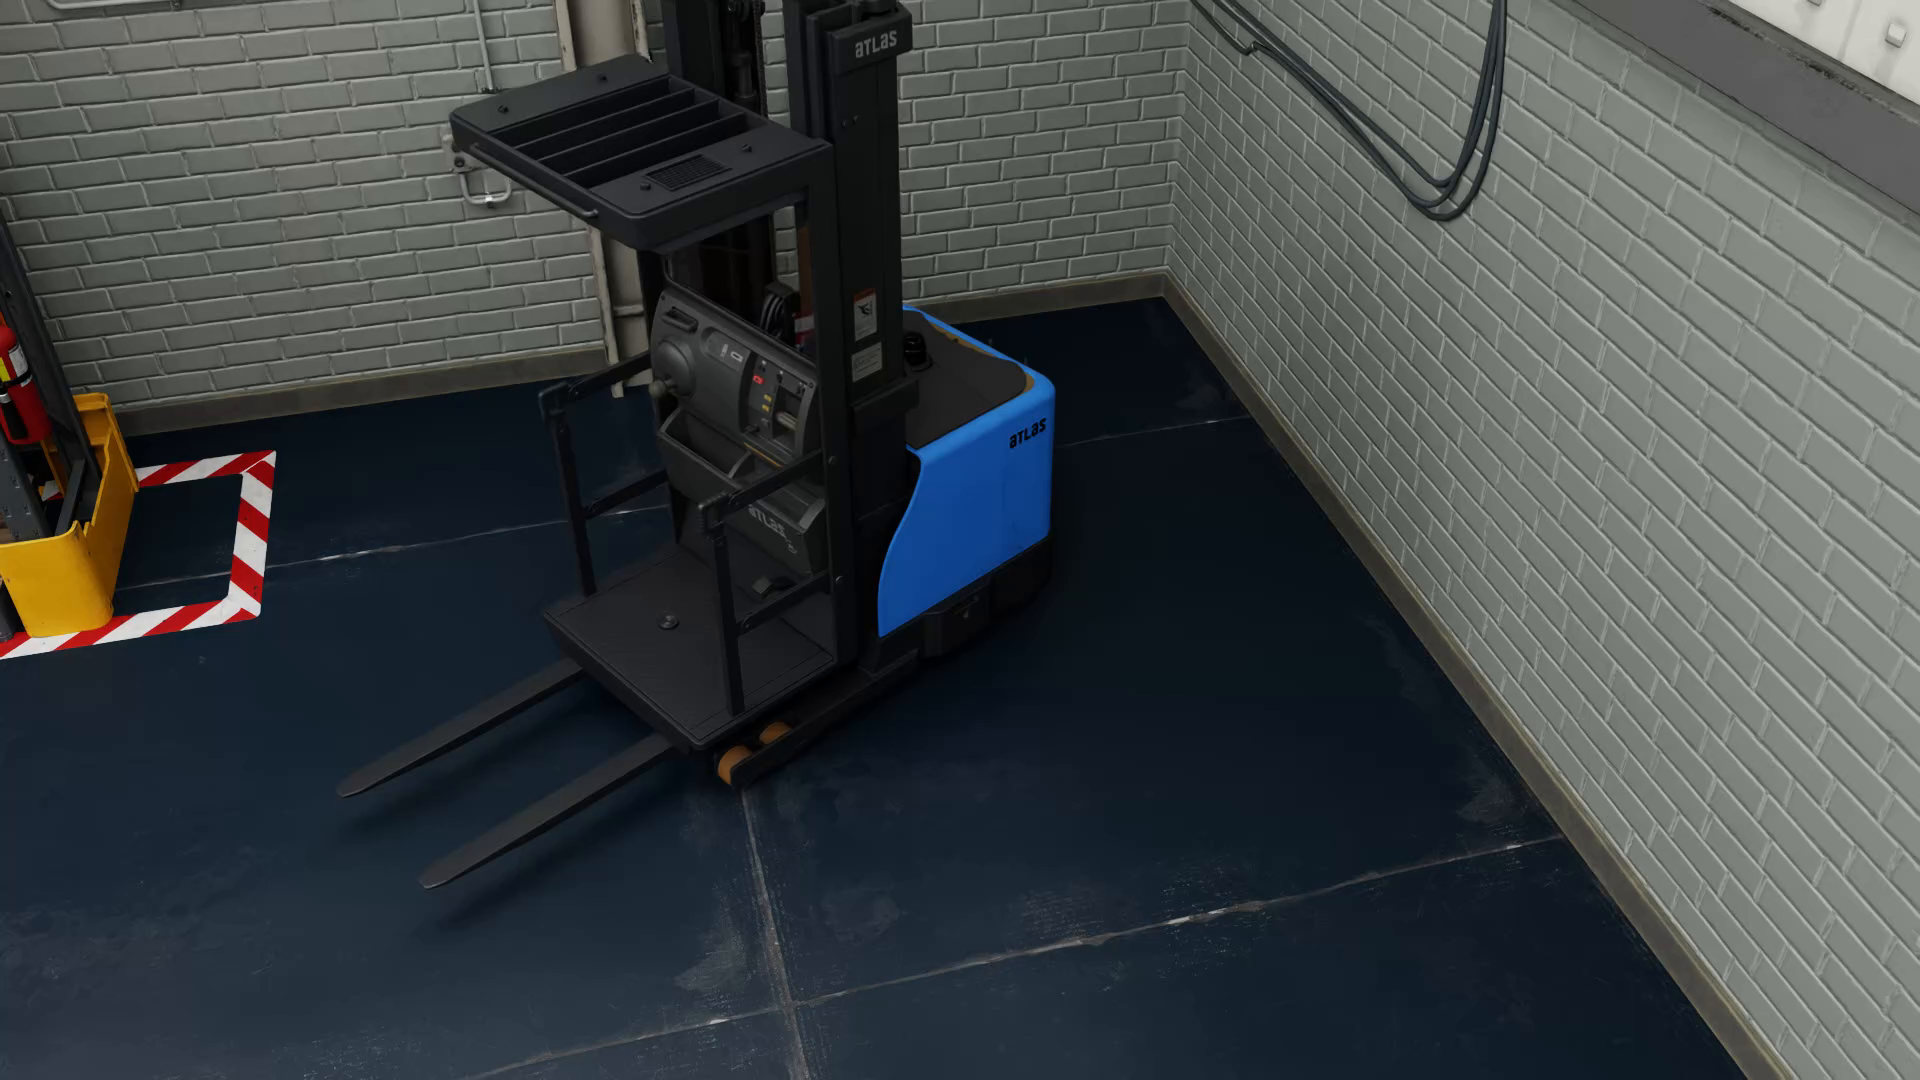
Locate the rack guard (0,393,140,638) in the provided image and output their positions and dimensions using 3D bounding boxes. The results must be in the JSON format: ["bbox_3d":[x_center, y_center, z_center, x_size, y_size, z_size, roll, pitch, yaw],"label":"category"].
[{"bbox_3d":[-4.026,-0.135,7.515,0.348,0.500,1.175,-9,38,-12],"label":"rack guard"}]

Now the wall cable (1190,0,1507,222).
[{"bbox_3d":[1.504,-2.959,6.768,0.112,2.526,3.097,-9,38,-12],"label":"wall cable"}]

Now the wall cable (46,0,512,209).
[{"bbox_3d":[-3.060,-2.285,7.432,1.851,1.984,0.084,-9,38,-12],"label":"wall cable"}]

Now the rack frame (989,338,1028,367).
[{"bbox_3d":[0.213,-0.492,7.653,0.006,0.900,0.240,-30,47,-33],"label":"rack frame"}]

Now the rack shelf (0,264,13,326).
[{"bbox_3d":[-5.980,-0.521,6.555,4.000,0.370,1.077,-9,38,-12],"label":"rack shelf"}]

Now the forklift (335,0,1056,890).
[{"bbox_3d":[-1.001,-0.554,6.062,3.031,2.935,1.130,-30,47,-33],"label":"forklift"}]

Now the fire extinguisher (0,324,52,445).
[{"bbox_3d":[-3.784,-0.698,6.564,0.183,0.674,0.296,-9,38,-12],"label":"fire extinguisher"}]

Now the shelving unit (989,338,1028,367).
[{"bbox_3d":[0.140,-0.449,7.597,0.210,0.900,0.258,-30,47,-33],"label":"shelving unit"}]

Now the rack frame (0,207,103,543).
[{"bbox_3d":[-4.050,-1.124,6.750,0.127,3.000,1.000,-9,38,-12],"label":"rack frame"}]

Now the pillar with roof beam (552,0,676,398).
[{"bbox_3d":[-0.546,-1.916,2.849,0.400,9.000,9.100,-9,38,-12],"label":"pillar with roof beam"}]

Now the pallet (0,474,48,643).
[{"bbox_3d":[-4.801,0.156,7.372,1.213,0.211,1.003,-9,38,-12],"label":"pallet"}]
